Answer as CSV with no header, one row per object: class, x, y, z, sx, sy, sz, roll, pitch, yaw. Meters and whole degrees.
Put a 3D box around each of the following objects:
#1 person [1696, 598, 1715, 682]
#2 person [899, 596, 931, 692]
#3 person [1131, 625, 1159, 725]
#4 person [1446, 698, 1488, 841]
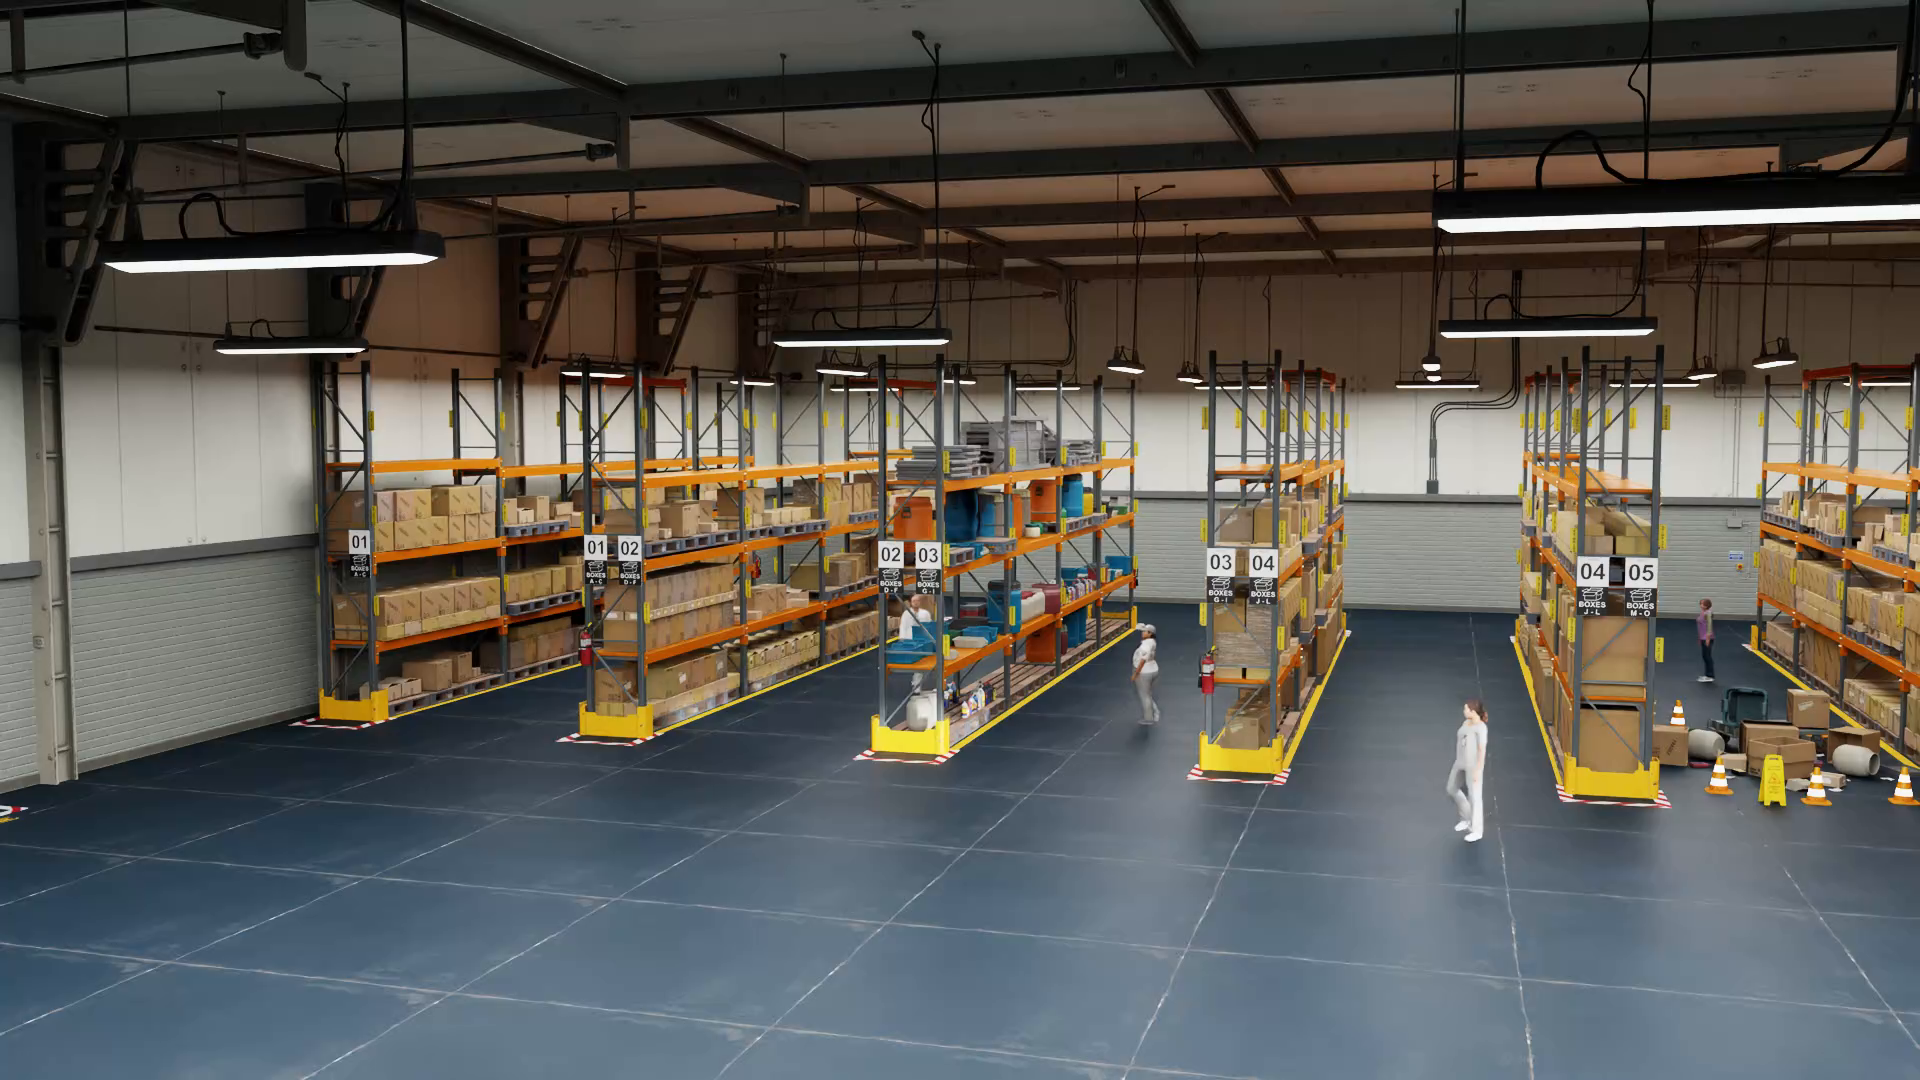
person,14.343,1.923,31.976,0.348,1.608,0.454,2,4,23
person,-0.850,1.909,30.931,0.577,1.719,1.026,1,4,14
person,3.031,2.213,27.367,0.457,1.661,0.550,3,5,37
person,6.129,2.727,20.000,0.460,1.679,0.544,-2,4,-24
